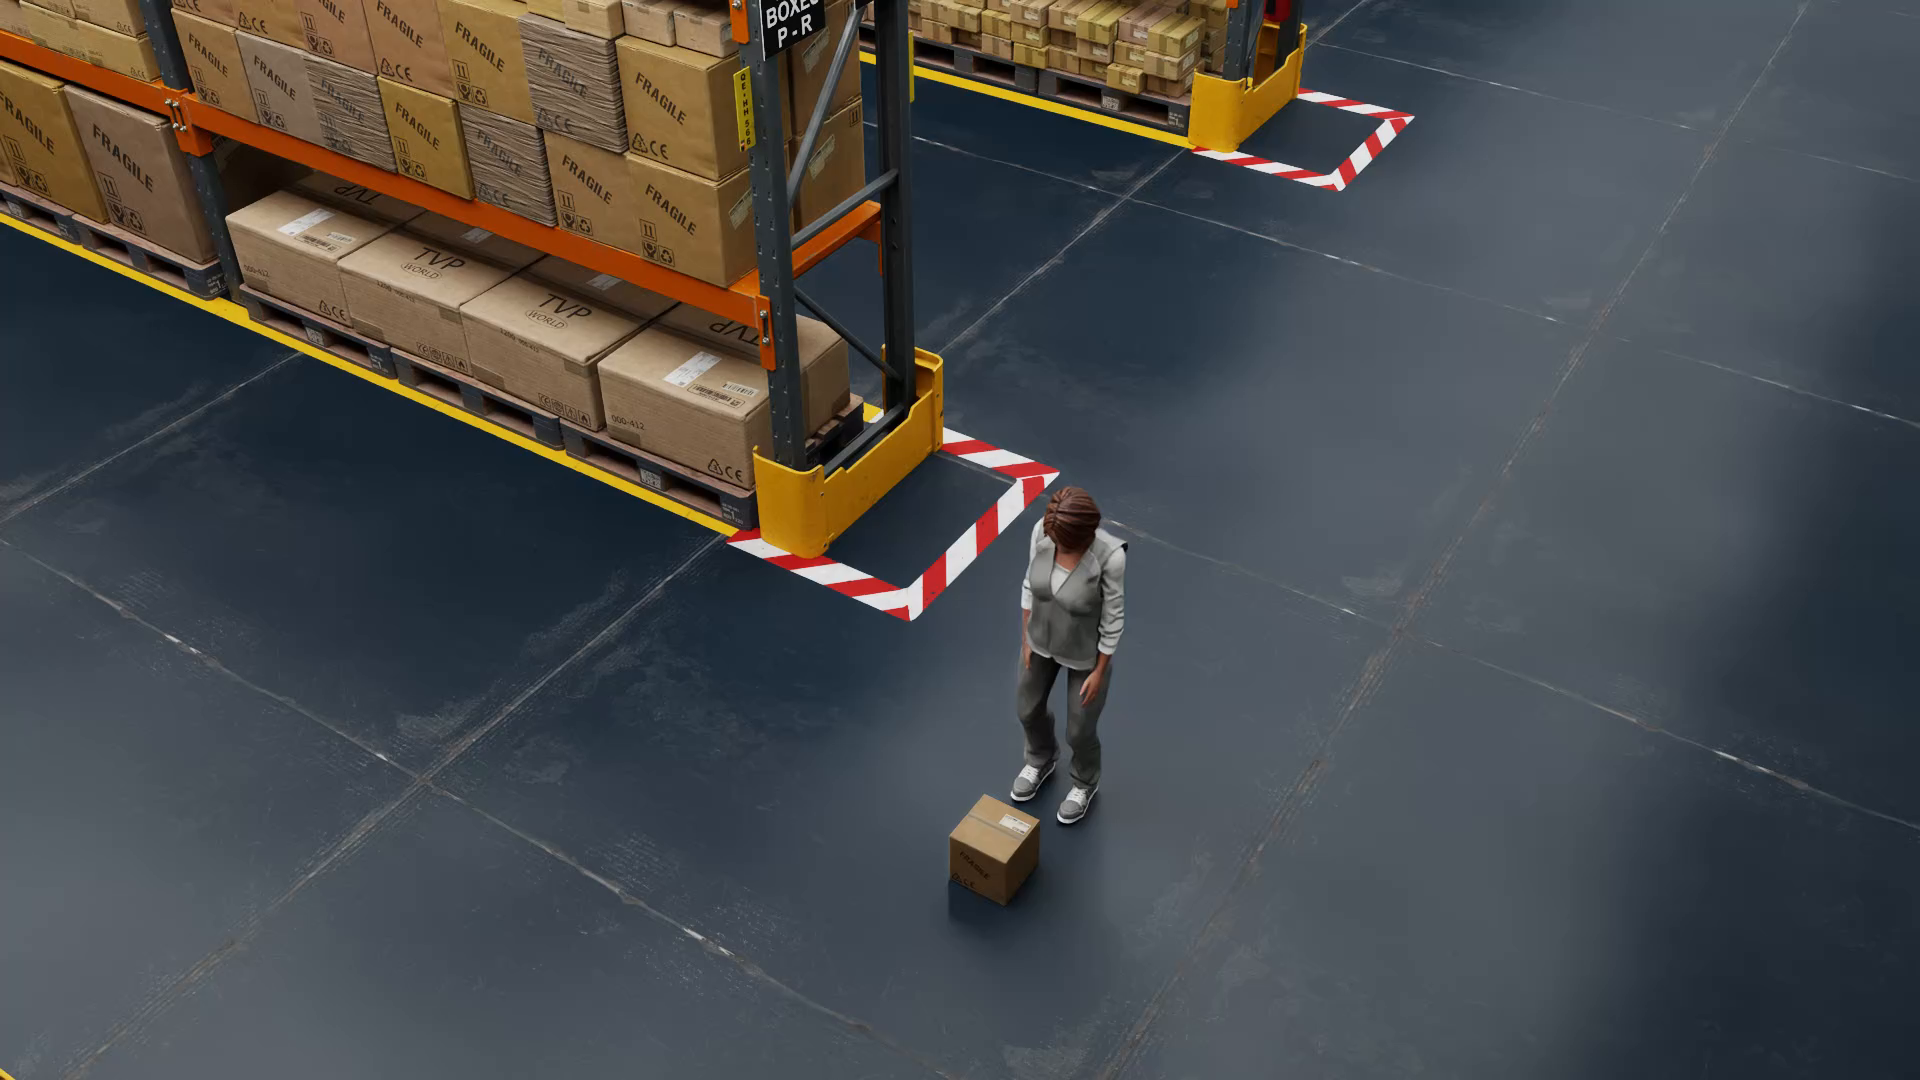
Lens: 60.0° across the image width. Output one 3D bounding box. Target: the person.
[{"bbox_3d":[0.415,0.425,6.201,0.420,1.556,0.353,23,44,26],"label":"person"}]
